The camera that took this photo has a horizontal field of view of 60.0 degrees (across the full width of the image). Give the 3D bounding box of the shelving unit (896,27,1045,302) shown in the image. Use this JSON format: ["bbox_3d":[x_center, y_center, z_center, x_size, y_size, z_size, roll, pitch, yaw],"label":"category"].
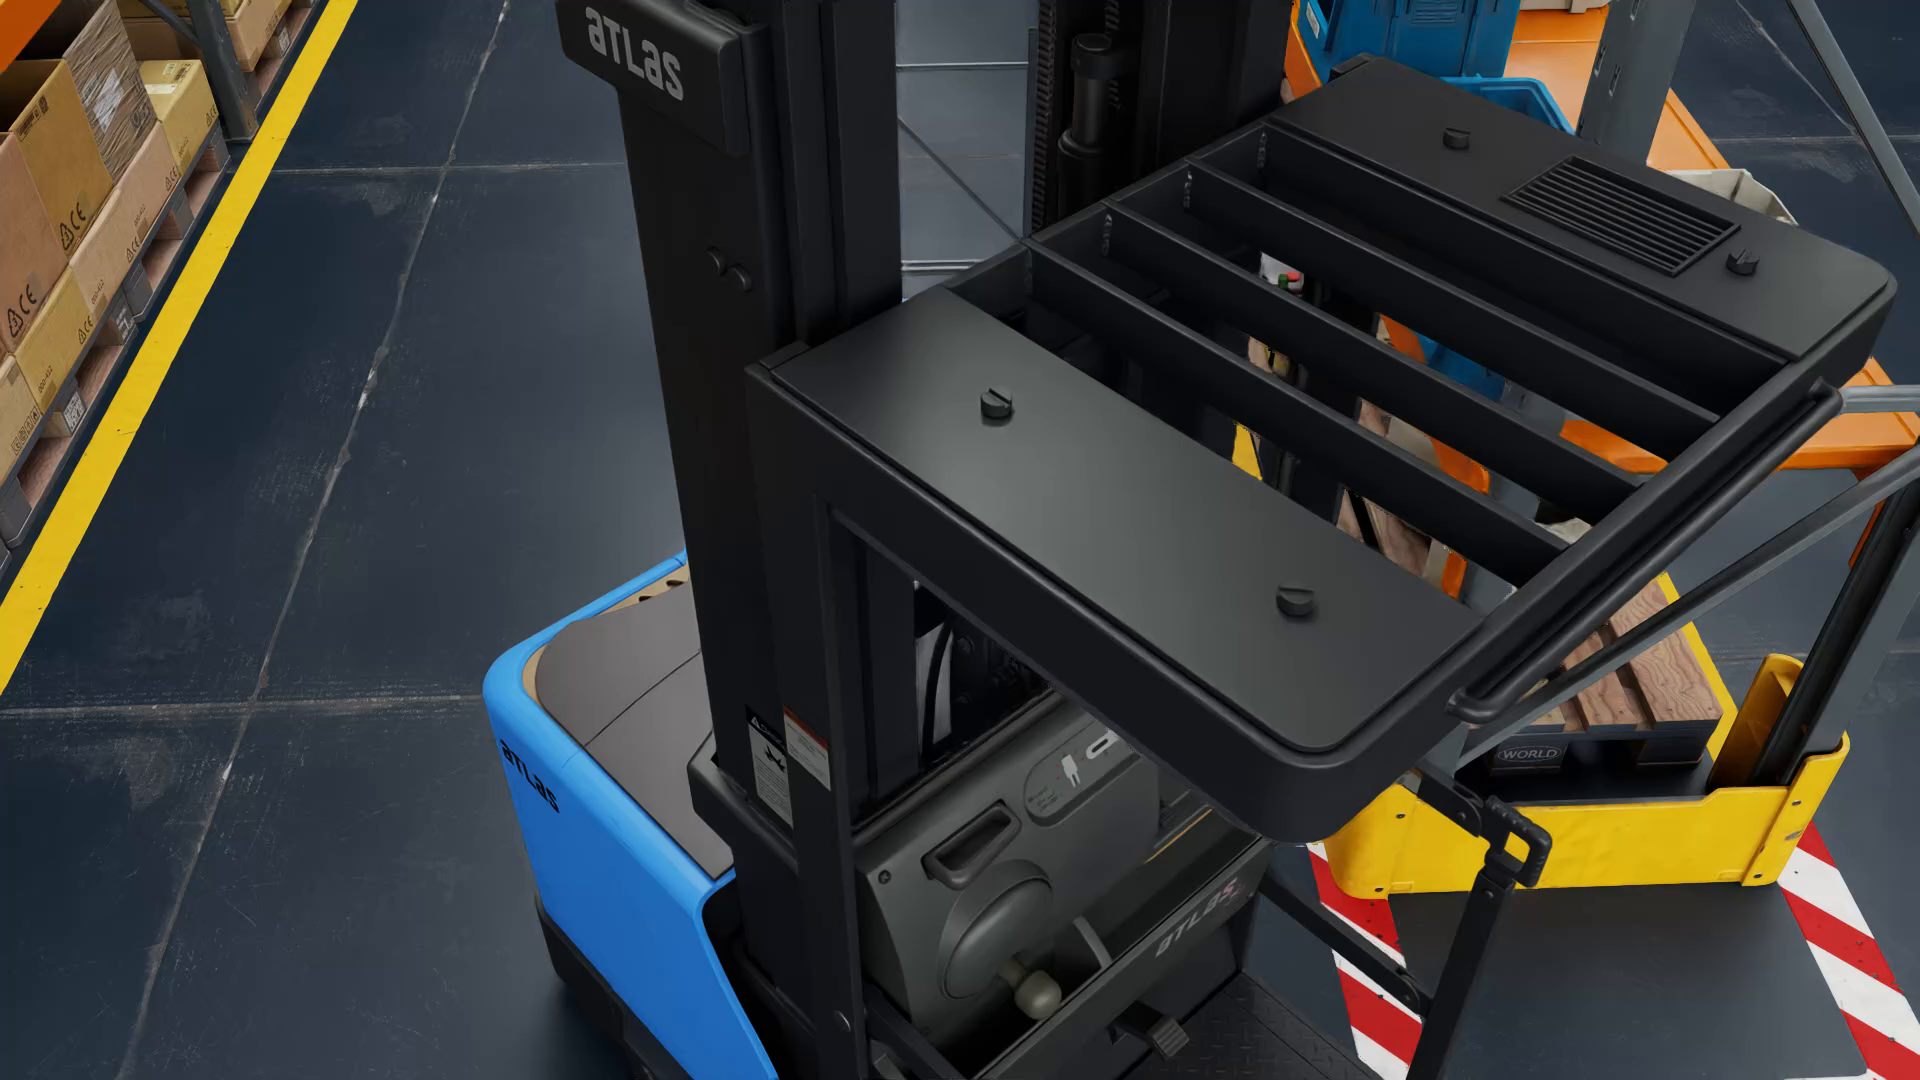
[{"bbox_3d":[0.004,-0.495,4.680,0.538,1.500,1.048,-2,43,-2],"label":"shelving unit"}]

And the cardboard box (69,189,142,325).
[{"bbox_3d":[-3.239,-0.990,5.834,0.500,0.250,0.500,-2,43,-2],"label":"cardboard box"}]

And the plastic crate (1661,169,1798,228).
[{"bbox_3d":[1.878,-0.786,4.082,0.298,0.136,0.250,-2,43,-2],"label":"plastic crate"}]

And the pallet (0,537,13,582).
[{"bbox_3d":[-3.429,0.383,4.676,1.003,0.211,1.213,-2,43,-2],"label":"pallet"}]

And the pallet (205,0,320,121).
[{"bbox_3d":[-3.595,-2.299,7.601,1.003,0.211,1.213,-2,43,-2],"label":"pallet"}]

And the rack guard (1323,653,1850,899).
[{"bbox_3d":[1.544,0.602,4.223,1.175,0.500,0.348,-2,43,-2],"label":"rack guard"}]

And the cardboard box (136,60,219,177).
[{"bbox_3d":[-3.287,-1.665,6.570,0.500,0.250,0.500,-2,43,-2],"label":"cardboard box"}]

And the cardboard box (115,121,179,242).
[{"bbox_3d":[-3.275,-1.327,6.202,0.500,0.250,0.500,-2,43,-2],"label":"cardboard box"}]

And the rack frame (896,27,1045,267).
[{"bbox_3d":[-0.018,-0.838,5.055,0.500,1.500,0.032,-2,43,-2],"label":"rack frame"}]

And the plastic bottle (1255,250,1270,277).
[{"bbox_3d":[1.089,-0.920,5.723,0.152,0.276,0.135,-3,43,-3],"label":"plastic bottle"}]

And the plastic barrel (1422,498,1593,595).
[{"bbox_3d":[1.490,0.051,4.505,0.421,0.512,0.421,0,43,0],"label":"plastic barrel"}]

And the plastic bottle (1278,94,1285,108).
[{"bbox_3d":[1.188,-1.603,6.414,0.144,0.351,0.185,-2,43,-2],"label":"plastic bottle"}]

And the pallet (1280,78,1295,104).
[{"bbox_3d":[1.411,-1.487,6.716,1.003,0.211,1.213,-2,43,-2],"label":"pallet"}]

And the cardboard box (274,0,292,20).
[{"bbox_3d":[-3.315,-2.596,7.586,0.500,0.250,0.500,-1,43,-1],"label":"cardboard box"}]

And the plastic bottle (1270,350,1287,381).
[{"bbox_3d":[1.078,-0.627,5.460,0.097,0.201,0.097,0,43,0],"label":"plastic bottle"}]

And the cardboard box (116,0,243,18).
[{"bbox_3d":[-3.293,-2.464,7.028,0.500,0.311,0.500,-2,43,-2],"label":"cardboard box"}]

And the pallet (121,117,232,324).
[{"bbox_3d":[-3.533,-1.264,6.473,1.003,0.211,1.213,-2,43,-2],"label":"pallet"}]

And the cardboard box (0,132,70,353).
[{"bbox_3d":[-3.216,-0.929,5.212,0.500,0.500,0.500,-2,43,-2],"label":"cardboard box"}]

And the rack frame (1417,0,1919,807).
[{"bbox_3d":[1.594,-0.270,3.324,1.000,3.000,0.127,-2,43,-2],"label":"rack frame"}]

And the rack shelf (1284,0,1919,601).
[{"bbox_3d":[1.509,-1.355,5.040,1.077,0.370,4.000,-2,43,-2],"label":"rack shelf"}]

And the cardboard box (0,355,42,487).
[{"bbox_3d":[-3.201,-0.315,5.097,0.500,0.250,0.500,-2,43,-2],"label":"cardboard box"}]

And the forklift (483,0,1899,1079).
[{"bbox_3d":[0.376,0.477,2.560,1.130,2.935,3.031,-32,51,-30],"label":"forklift"}]

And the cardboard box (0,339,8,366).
[{"bbox_3d":[-3.213,-0.591,4.844,0.500,0.500,0.500,-2,43,-2],"label":"cardboard box"}]

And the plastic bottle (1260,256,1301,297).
[{"bbox_3d":[1.095,-0.826,5.621,0.152,0.276,0.135,-1,43,-1],"label":"plastic bottle"}]

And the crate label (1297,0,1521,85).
[{"bbox_3d":[1.246,-1.517,4.659,0.502,0.435,0.616,-2,43,-2],"label":"crate label"}]

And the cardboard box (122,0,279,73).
[{"bbox_3d":[-3.294,-2.251,7.210,0.500,0.250,0.500,-3,43,-3],"label":"cardboard box"}]

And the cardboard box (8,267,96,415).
[{"bbox_3d":[-3.217,-0.652,5.466,0.500,0.250,0.500,-2,43,-2],"label":"cardboard box"}]

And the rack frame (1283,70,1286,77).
[{"bbox_3d":[1.424,-2.970,6.270,1.000,3.000,0.127,-2,43,-2],"label":"rack frame"}]

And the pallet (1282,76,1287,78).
[{"bbox_3d":[1.352,-2.471,7.790,1.003,0.211,1.213,-2,43,-2],"label":"pallet"}]

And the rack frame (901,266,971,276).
[{"bbox_3d":[0.025,-0.152,4.306,0.500,1.500,0.032,-2,43,-2],"label":"rack frame"}]

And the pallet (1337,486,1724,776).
[{"bbox_3d":[1.515,0.160,4.919,1.003,0.211,1.213,-2,43,-2],"label":"pallet"}]

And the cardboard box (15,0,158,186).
[{"bbox_3d":[-3.277,-1.603,5.948,0.500,0.500,0.500,-2,43,-2],"label":"cardboard box"}]

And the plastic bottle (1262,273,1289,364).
[{"bbox_3d":[1.055,-0.736,5.518,0.061,0.283,0.133,-1,43,-1],"label":"plastic bottle"}]

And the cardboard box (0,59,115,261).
[{"bbox_3d":[-3.252,-1.266,5.580,0.500,0.500,0.500,-2,43,-2],"label":"cardboard box"}]

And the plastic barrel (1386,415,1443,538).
[{"bbox_3d":[1.469,-0.288,4.874,0.421,0.512,0.421,0,43,0],"label":"plastic barrel"}]

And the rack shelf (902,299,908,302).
[{"bbox_3d":[0.004,-0.363,4.802,0.538,0.185,1.000,-2,43,-2],"label":"rack shelf"}]

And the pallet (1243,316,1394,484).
[{"bbox_3d":[1.466,-0.662,5.816,1.003,0.211,1.213,-2,43,-2],"label":"pallet"}]

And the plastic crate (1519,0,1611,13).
[{"bbox_3d":[1.746,-1.784,5.171,0.530,0.136,0.437,-2,43,-2],"label":"plastic crate"}]

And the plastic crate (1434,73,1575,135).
[{"bbox_3d":[1.252,-0.983,4.212,0.499,0.251,0.408,-2,43,-2],"label":"plastic crate"}]

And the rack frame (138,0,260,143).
[{"bbox_3d":[-3.525,-2.830,6.118,1.000,3.000,0.127,-2,43,-2],"label":"rack frame"}]

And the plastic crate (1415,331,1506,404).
[{"bbox_3d":[1.274,-0.544,3.734,0.499,0.251,0.616,-2,43,-2],"label":"plastic crate"}]

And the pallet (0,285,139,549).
[{"bbox_3d":[-3.478,-0.439,5.572,1.003,0.211,1.213,-2,43,-2],"label":"pallet"}]
